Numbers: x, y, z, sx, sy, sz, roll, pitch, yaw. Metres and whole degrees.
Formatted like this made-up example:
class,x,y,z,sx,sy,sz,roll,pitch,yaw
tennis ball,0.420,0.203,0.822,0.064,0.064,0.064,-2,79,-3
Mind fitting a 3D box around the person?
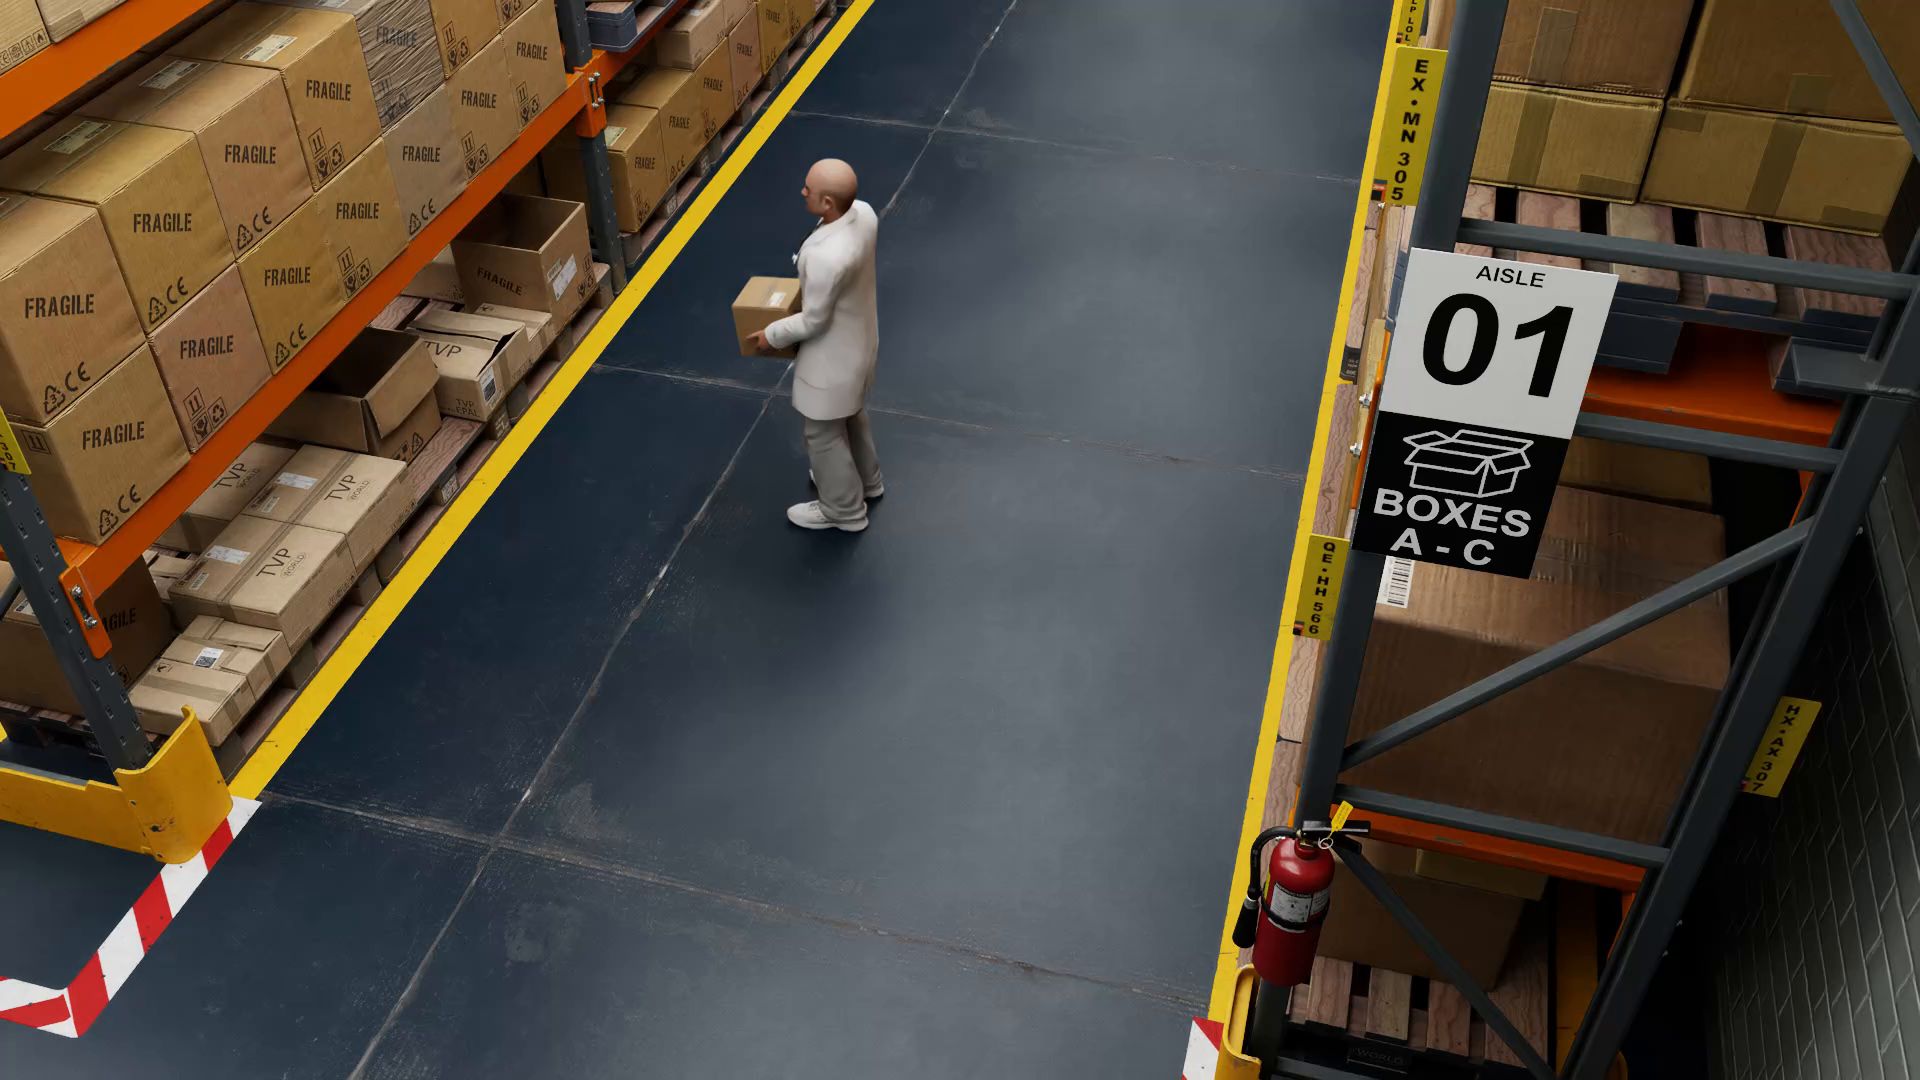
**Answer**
class,x,y,z,sx,sy,sz,roll,pitch,yaw
person,-0.619,-0.840,7.147,0.517,1.782,0.559,10,41,11
